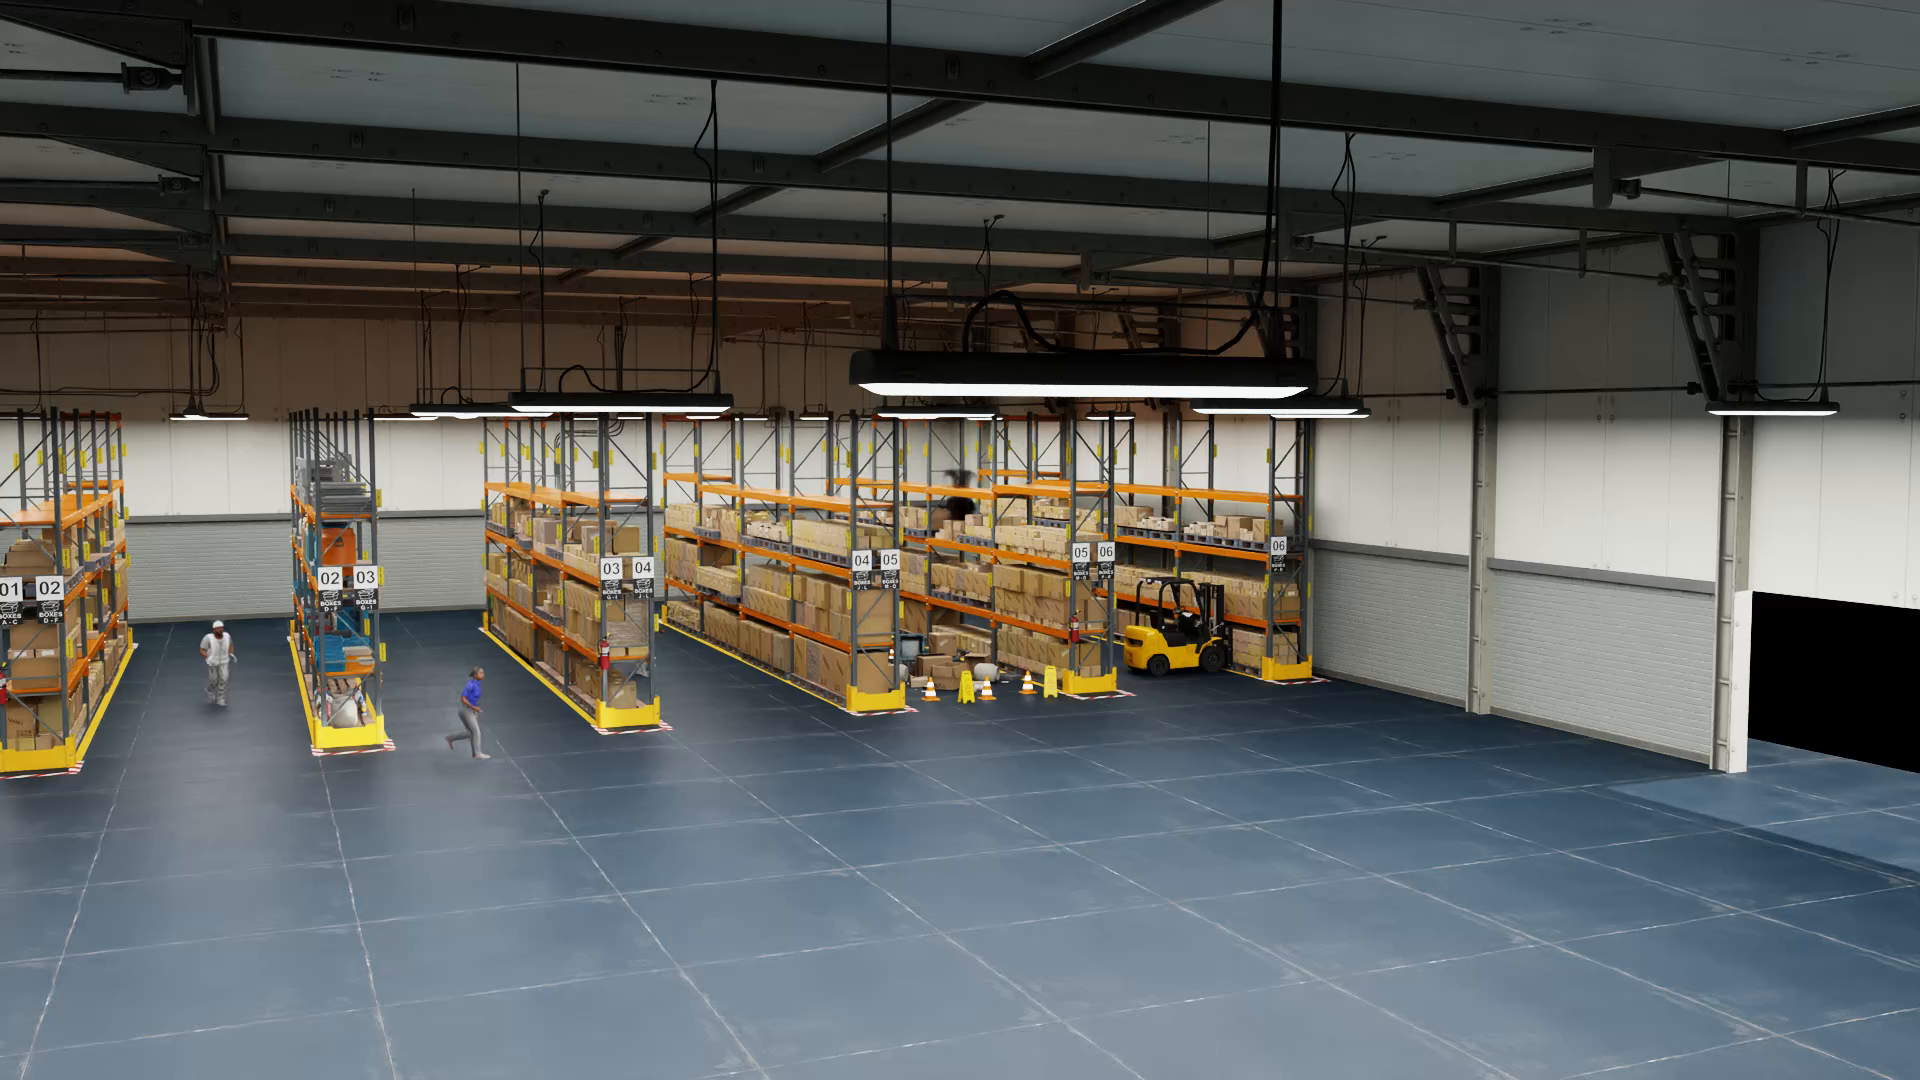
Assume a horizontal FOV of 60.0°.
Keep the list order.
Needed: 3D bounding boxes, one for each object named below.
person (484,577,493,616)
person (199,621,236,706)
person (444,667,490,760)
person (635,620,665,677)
[{"bbox_3d":[-13.302,1.542,47.698,0.602,1.786,0.750,2,4,22],"label":"person"},{"bbox_3d":[-15.135,2.492,33.836,0.684,1.732,0.795,-3,5,-39],"label":"person"},{"bbox_3d":[-8.425,2.948,28.281,0.755,1.609,0.564,1,4,8],"label":"person"},{"bbox_3d":[-7.090,2.265,37.692,0.831,1.716,0.671,1,4,16],"label":"person"}]
